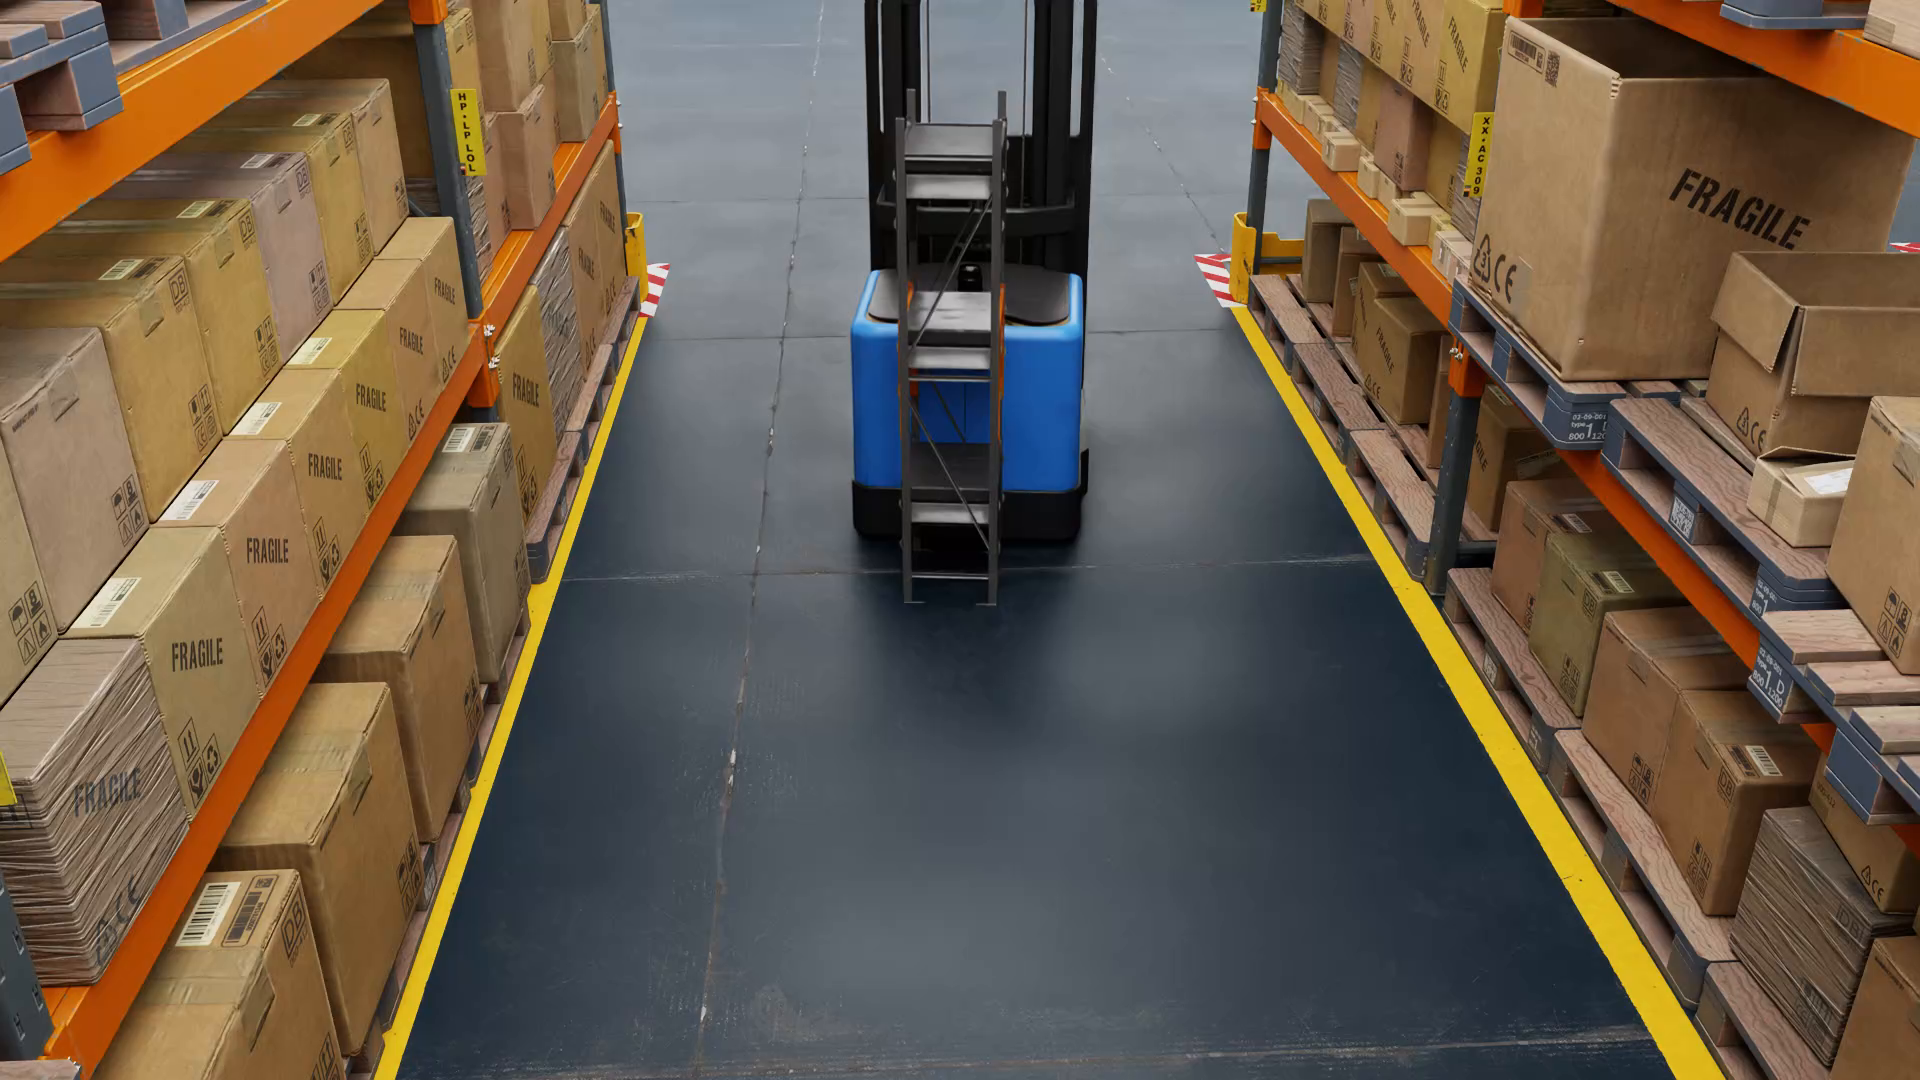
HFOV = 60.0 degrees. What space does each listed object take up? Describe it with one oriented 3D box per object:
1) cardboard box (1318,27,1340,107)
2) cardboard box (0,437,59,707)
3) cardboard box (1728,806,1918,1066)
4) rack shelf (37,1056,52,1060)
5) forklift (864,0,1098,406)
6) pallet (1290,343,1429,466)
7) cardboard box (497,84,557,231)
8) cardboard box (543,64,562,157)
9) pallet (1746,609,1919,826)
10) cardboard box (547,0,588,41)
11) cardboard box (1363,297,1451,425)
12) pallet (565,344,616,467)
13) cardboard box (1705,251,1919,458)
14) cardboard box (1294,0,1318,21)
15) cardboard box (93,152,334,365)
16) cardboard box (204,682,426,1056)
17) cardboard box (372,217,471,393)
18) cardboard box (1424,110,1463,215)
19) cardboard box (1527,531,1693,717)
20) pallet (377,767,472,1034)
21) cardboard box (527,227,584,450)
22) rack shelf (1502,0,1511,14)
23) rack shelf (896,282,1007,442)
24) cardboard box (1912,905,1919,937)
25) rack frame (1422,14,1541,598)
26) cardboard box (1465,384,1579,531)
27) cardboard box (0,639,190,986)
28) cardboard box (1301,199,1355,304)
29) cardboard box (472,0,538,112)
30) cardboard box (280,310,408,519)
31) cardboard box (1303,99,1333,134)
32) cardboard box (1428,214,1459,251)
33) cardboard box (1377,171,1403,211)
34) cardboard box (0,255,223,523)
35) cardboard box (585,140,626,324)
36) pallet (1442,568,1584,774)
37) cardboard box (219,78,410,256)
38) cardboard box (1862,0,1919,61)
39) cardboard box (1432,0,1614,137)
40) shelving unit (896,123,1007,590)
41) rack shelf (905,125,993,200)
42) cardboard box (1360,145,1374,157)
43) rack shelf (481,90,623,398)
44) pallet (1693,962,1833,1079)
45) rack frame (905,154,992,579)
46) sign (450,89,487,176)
[{"bbox_3d":[2.492,-2.659,9.175,0.875,0.500,0.500,-1,28,-3],"label":"cardboard box"},{"bbox_3d":[-2.209,0.107,3.112,0.700,0.500,0.500,-2,28,-3],"label":"cardboard box"},{"bbox_3d":[2.666,1.078,4.668,0.700,0.500,0.500,-4,28,-7],"label":"cardboard box"},{"bbox_3d":[-2.091,2.045,1.364,1.077,0.370,4.000,-1,28,-3],"label":"rack shelf"},{"bbox_3d":[0.116,-1.947,8.314,1.121,2.935,3.031,2,28,3],"label":"forklift"},{"bbox_3d":[2.417,-0.756,8.971,1.003,0.211,1.213,-1,28,-3],"label":"pallet"},{"bbox_3d":[-2.398,-1.787,7.771,0.875,0.550,0.550,-1,28,-3],"label":"cardboard box"},{"bbox_3d":[-2.595,-2.273,8.703,0.875,0.550,0.550,-1,28,-3],"label":"cardboard box"},{"bbox_3d":[2.619,0.488,3.779,1.213,0.211,1.003,-1,28,-3],"label":"pallet"},{"bbox_3d":[-2.512,-3.013,8.954,0.875,0.550,0.550,-1,28,-3],"label":"cardboard box"},{"bbox_3d":[2.424,-0.931,8.540,0.500,0.500,0.500,-4,28,-7],"label":"cardboard box"},{"bbox_3d":[-2.433,-0.726,8.915,1.003,0.211,1.213,-1,28,-3],"label":"pallet"},{"bbox_3d":[2.737,-0.552,4.998,0.797,0.503,0.637,1,28,3],"label":"cardboard box"},{"bbox_3d":[2.121,-3.093,8.926,0.500,0.500,0.500,-1,28,-3],"label":"cardboard box"},{"bbox_3d":[-2.318,-0.833,4.913,0.700,0.500,0.500,-1,28,-2],"label":"cardboard box"},{"bbox_3d":[-2.187,0.926,4.709,1.050,0.750,0.750,-1,28,-2],"label":"cardboard box"},{"bbox_3d":[-2.111,-0.855,6.037,0.500,0.500,0.500,-2,28,-3],"label":"cardboard box"},{"bbox_3d":[2.601,-1.735,7.404,0.875,0.500,0.500,-1,28,-3],"label":"cardboard box"},{"bbox_3d":[2.570,0.300,6.159,0.700,0.500,0.500,-2,28,-3],"label":"cardboard box"},{"bbox_3d":[-2.222,1.111,5.392,1.003,0.211,1.213,-1,28,-3],"label":"pallet"},{"bbox_3d":[-2.419,-0.997,8.262,0.875,0.875,0.875,-1,28,-2],"label":"cardboard box"},{"bbox_3d":[2.449,-3.053,7.894,1.077,0.370,4.000,-1,28,-3],"label":"rack shelf"},{"bbox_3d":[-0.029,-0.749,6.945,0.431,0.518,0.480,2,28,3],"label":"rack shelf"},{"bbox_3d":[2.698,1.001,4.003,0.500,0.250,0.500,0,28,-1],"label":"cardboard box"},{"bbox_3d":[2.554,-1.118,6.650,1.000,3.000,0.127,-1,28,-3],"label":"rack frame"},{"bbox_3d":[2.573,-0.382,7.487,0.500,0.500,0.500,-2,28,-4],"label":"cardboard box"},{"bbox_3d":[-1.950,0.544,3.355,0.500,0.500,0.500,-1,28,-2],"label":"cardboard box"},{"bbox_3d":[2.361,-1.754,10.119,0.500,0.500,0.500,4,28,7],"label":"cardboard box"},{"bbox_3d":[-2.425,-2.265,7.520,0.875,0.550,0.550,-1,28,-3],"label":"cardboard box"},{"bbox_3d":[-2.058,-0.388,5.142,0.500,0.500,0.500,-1,28,-2],"label":"cardboard box"},{"bbox_3d":[2.147,-2.370,9.322,0.380,0.149,0.250,-1,28,-3],"label":"cardboard box"},{"bbox_3d":[2.292,-1.332,7.331,0.380,0.149,0.250,-1,28,-3],"label":"cardboard box"},{"bbox_3d":[2.233,-1.677,7.994,0.380,0.149,0.250,-1,28,-3],"label":"cardboard box"},{"bbox_3d":[-2.266,-0.363,4.014,0.700,0.500,0.500,-2,28,-3],"label":"cardboard box"},{"bbox_3d":[-2.512,-1.825,9.849,0.875,0.875,0.875,-1,28,-2],"label":"cardboard box"},{"bbox_3d":[2.596,0.478,6.606,1.003,0.211,1.213,-1,28,-3],"label":"pallet"},{"bbox_3d":[-2.373,-1.304,5.816,0.700,0.500,0.500,-2,28,-4],"label":"cardboard box"},{"bbox_3d":[2.430,-1.209,3.742,0.500,0.250,0.500,-1,28,-1],"label":"cardboard box"},{"bbox_3d":[2.255,-1.939,6.713,0.500,0.500,0.500,-1,28,-3],"label":"cardboard box"},{"bbox_3d":[-5.804,-2.017,5.944,11.925,5.092,1.781,2,28,3],"label":"shelving unit"},{"bbox_3d":[-0.029,-1.491,6.558,0.368,0.174,0.457,2,28,3],"label":"rack shelf"},{"bbox_3d":[2.249,-1.909,8.439,0.380,0.149,0.250,-1,28,-3],"label":"cardboard box"},{"bbox_3d":[-2.509,-1.650,8.447,1.077,0.370,4.000,-1,28,-3],"label":"rack shelf"},{"bbox_3d":[2.723,1.605,4.445,1.003,0.211,1.213,-1,28,-3],"label":"pallet"},{"bbox_3d":[-0.045,-0.648,6.723,0.380,1.831,0.006,2,28,3],"label":"rack frame"},{"bbox_3d":[-1.863,-1.541,6.294,0.100,0.325,0.005,-1,28,-3],"label":"sign"}]
